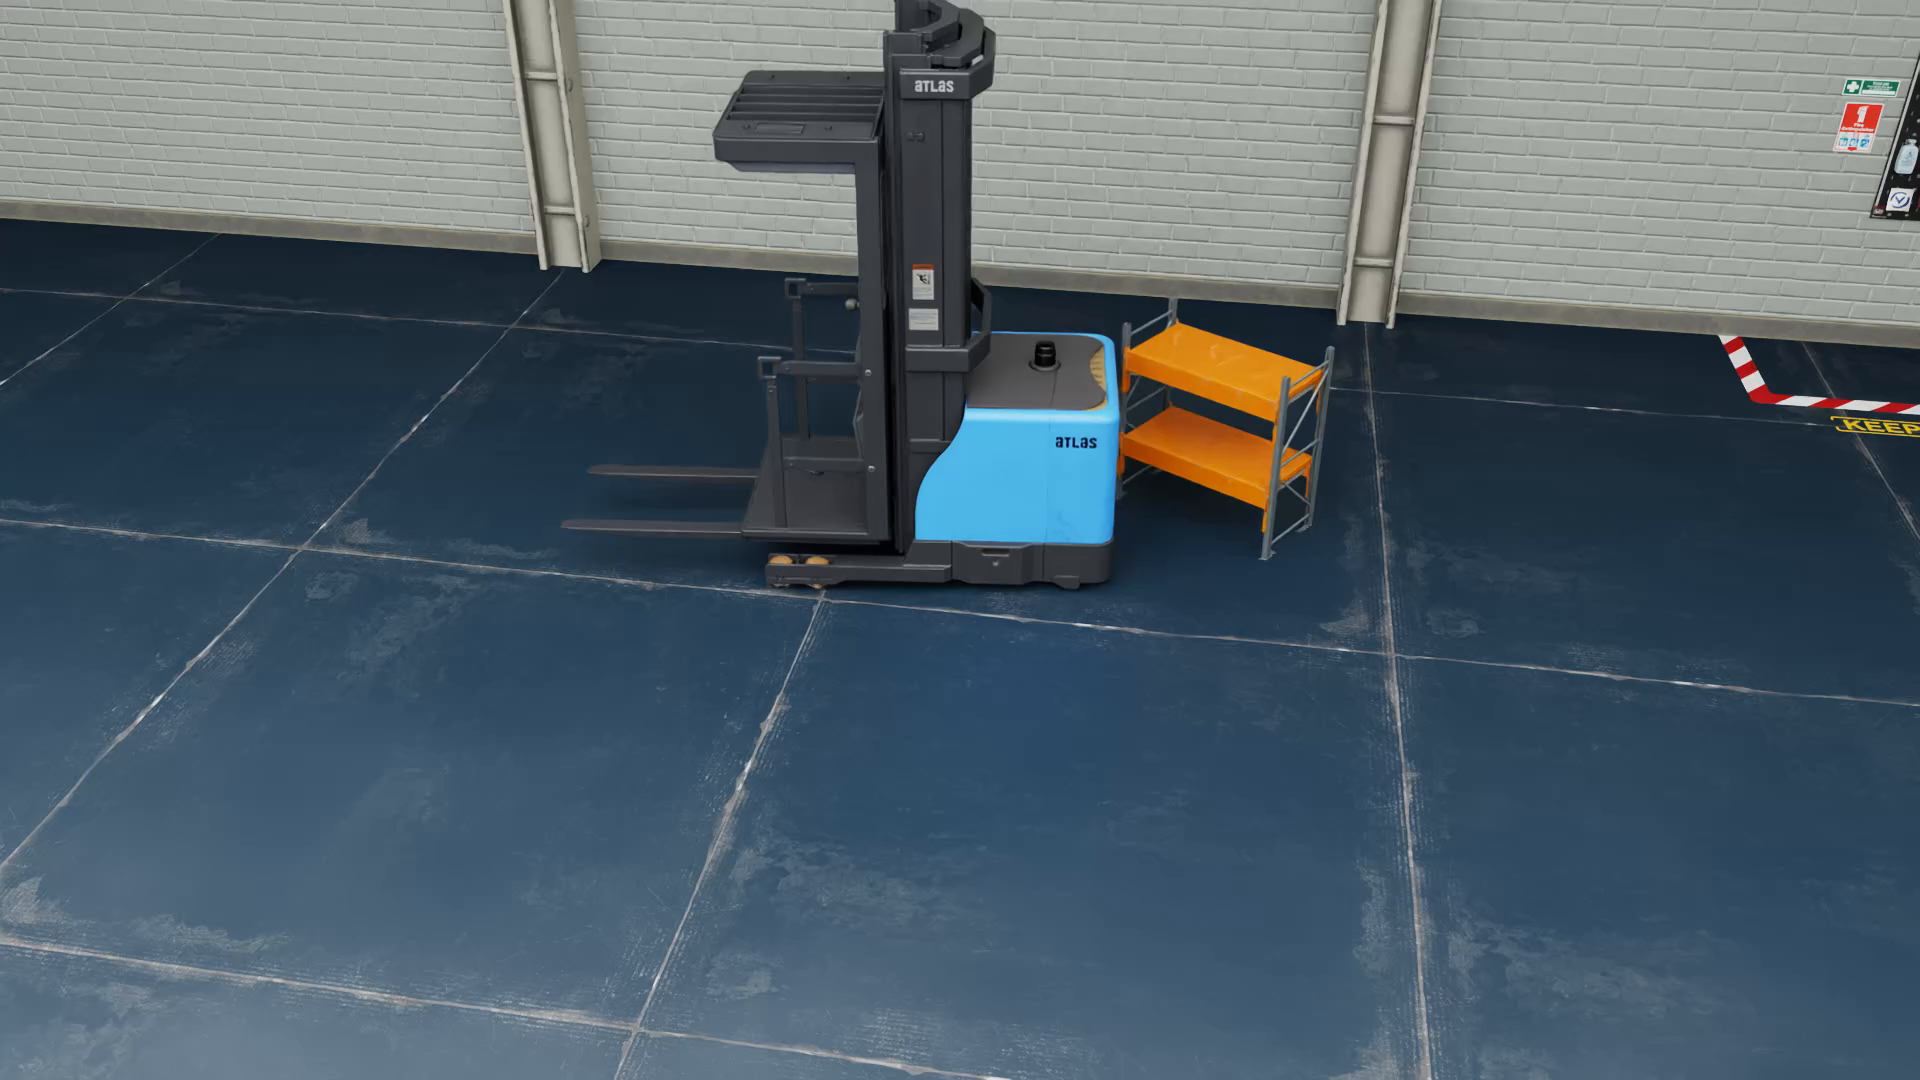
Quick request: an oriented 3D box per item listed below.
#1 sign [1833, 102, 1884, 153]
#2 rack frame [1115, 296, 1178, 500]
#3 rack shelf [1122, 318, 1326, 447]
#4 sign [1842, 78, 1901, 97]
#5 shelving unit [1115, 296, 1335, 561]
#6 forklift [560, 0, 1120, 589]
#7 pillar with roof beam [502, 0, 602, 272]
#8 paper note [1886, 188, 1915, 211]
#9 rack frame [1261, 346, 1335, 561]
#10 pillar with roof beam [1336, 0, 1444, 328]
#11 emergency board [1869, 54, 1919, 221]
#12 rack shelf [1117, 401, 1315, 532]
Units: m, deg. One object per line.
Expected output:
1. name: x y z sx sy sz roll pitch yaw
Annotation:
1. sign: 5.874 -2.698 10.873 0.234 0.329 0.001 5 32 8
2. rack frame: 1.074 -0.815 9.666 0.032 1.125 0.500 24 39 33
3. rack shelf: 1.462 -0.888 9.231 1.000 0.278 0.538 24 39 33
4. sign: 5.877 -2.917 10.724 0.331 0.109 0.001 5 32 8
5. shelving unit: 1.462 -0.640 9.386 1.048 1.125 0.538 24 39 33
6. forklift: -0.664 -1.263 8.679 3.031 2.935 1.130 1 32 2
7. pillar with roof beam: -3.722 -3.701 6.855 0.400 9.000 9.100 5 32 8
8. paper note: 6.239 -2.258 11.034 0.142 0.148 0.016 5 32 8
9. rack frame: 1.849 -0.465 9.107 0.032 1.125 0.500 24 39 33
10. pillar with roof beam: 2.192 -3.166 6.000 0.400 9.000 9.100 5 32 8
11. emergency board: 6.396 -2.589 10.734 0.626 1.169 0.157 5 32 8
12. rack shelf: 1.462 -0.433 9.516 1.000 0.278 0.538 24 39 33
